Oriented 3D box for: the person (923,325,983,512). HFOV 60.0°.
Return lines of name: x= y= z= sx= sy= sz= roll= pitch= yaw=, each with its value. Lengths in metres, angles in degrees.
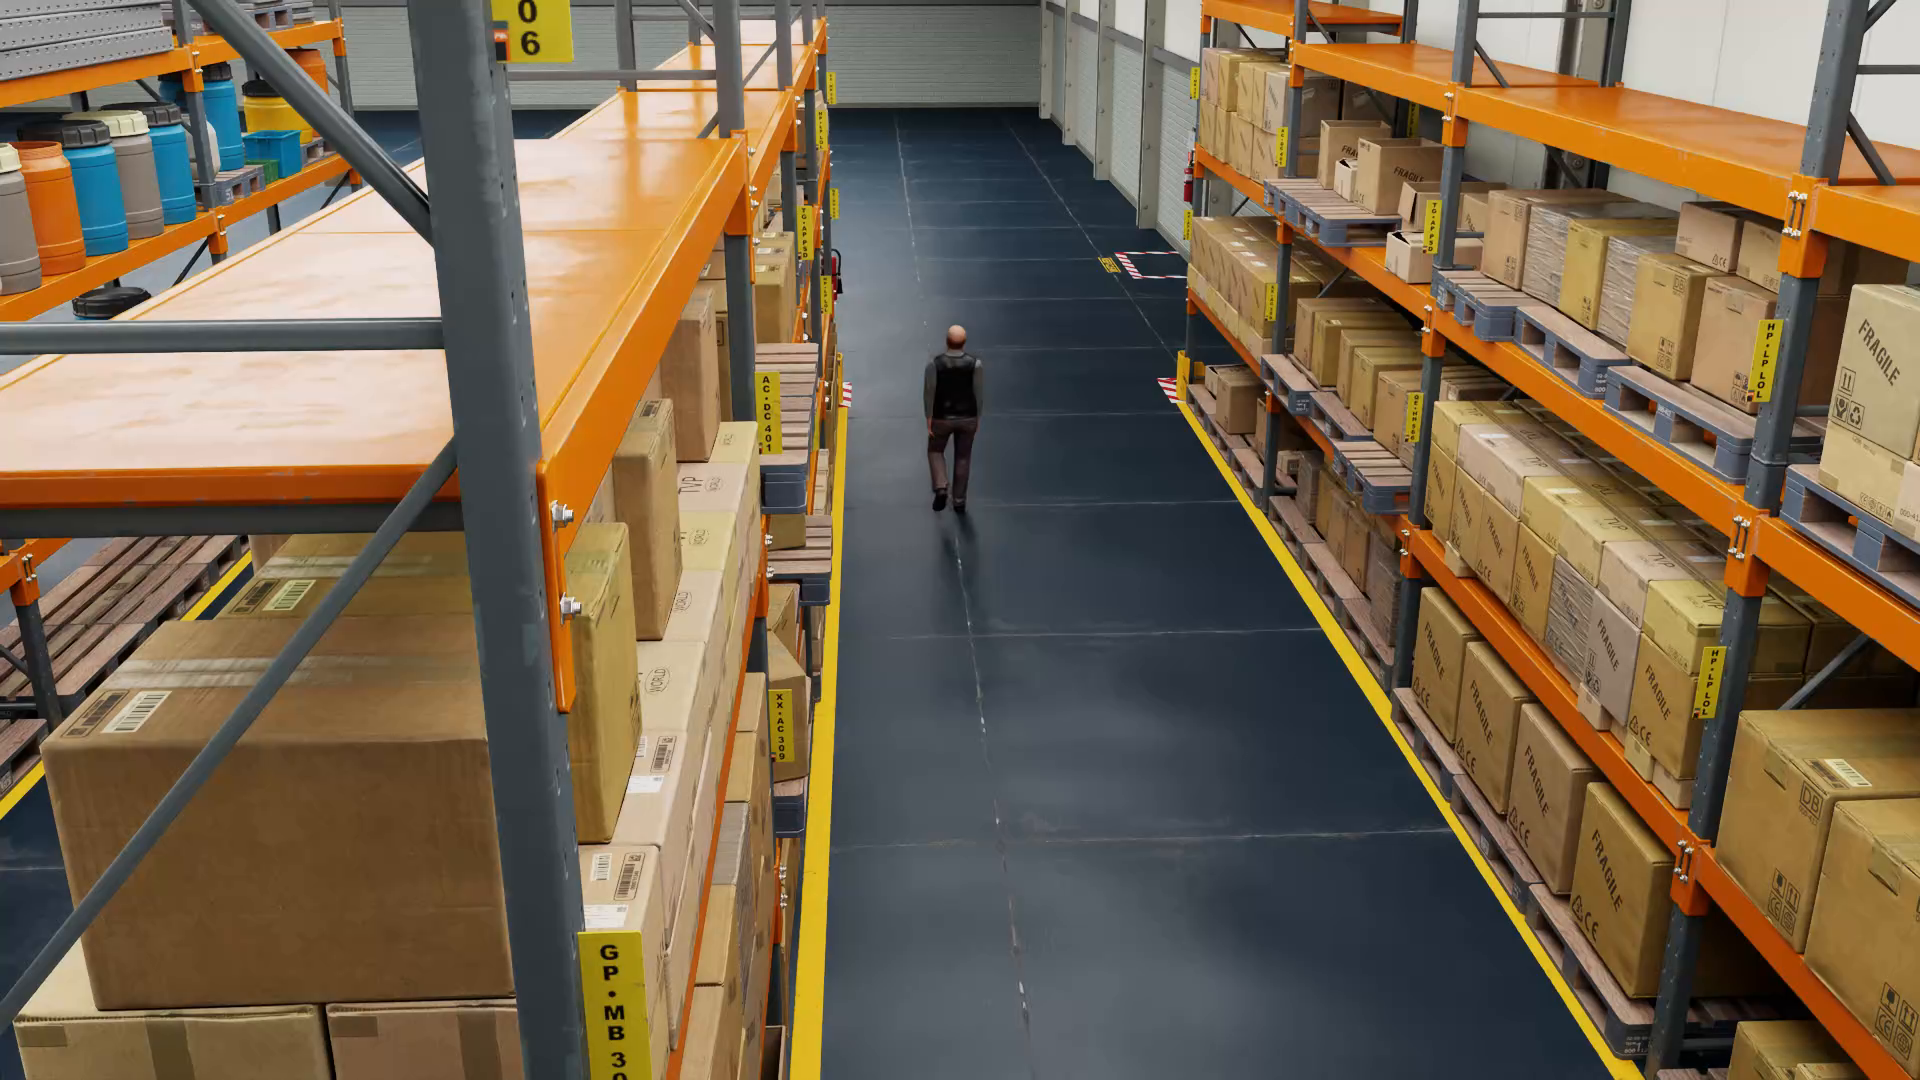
person: x=-0.060 y=-1.077 z=14.822 sx=0.535 sy=1.711 sz=0.488 roll=-1 pitch=20 yaw=-3
